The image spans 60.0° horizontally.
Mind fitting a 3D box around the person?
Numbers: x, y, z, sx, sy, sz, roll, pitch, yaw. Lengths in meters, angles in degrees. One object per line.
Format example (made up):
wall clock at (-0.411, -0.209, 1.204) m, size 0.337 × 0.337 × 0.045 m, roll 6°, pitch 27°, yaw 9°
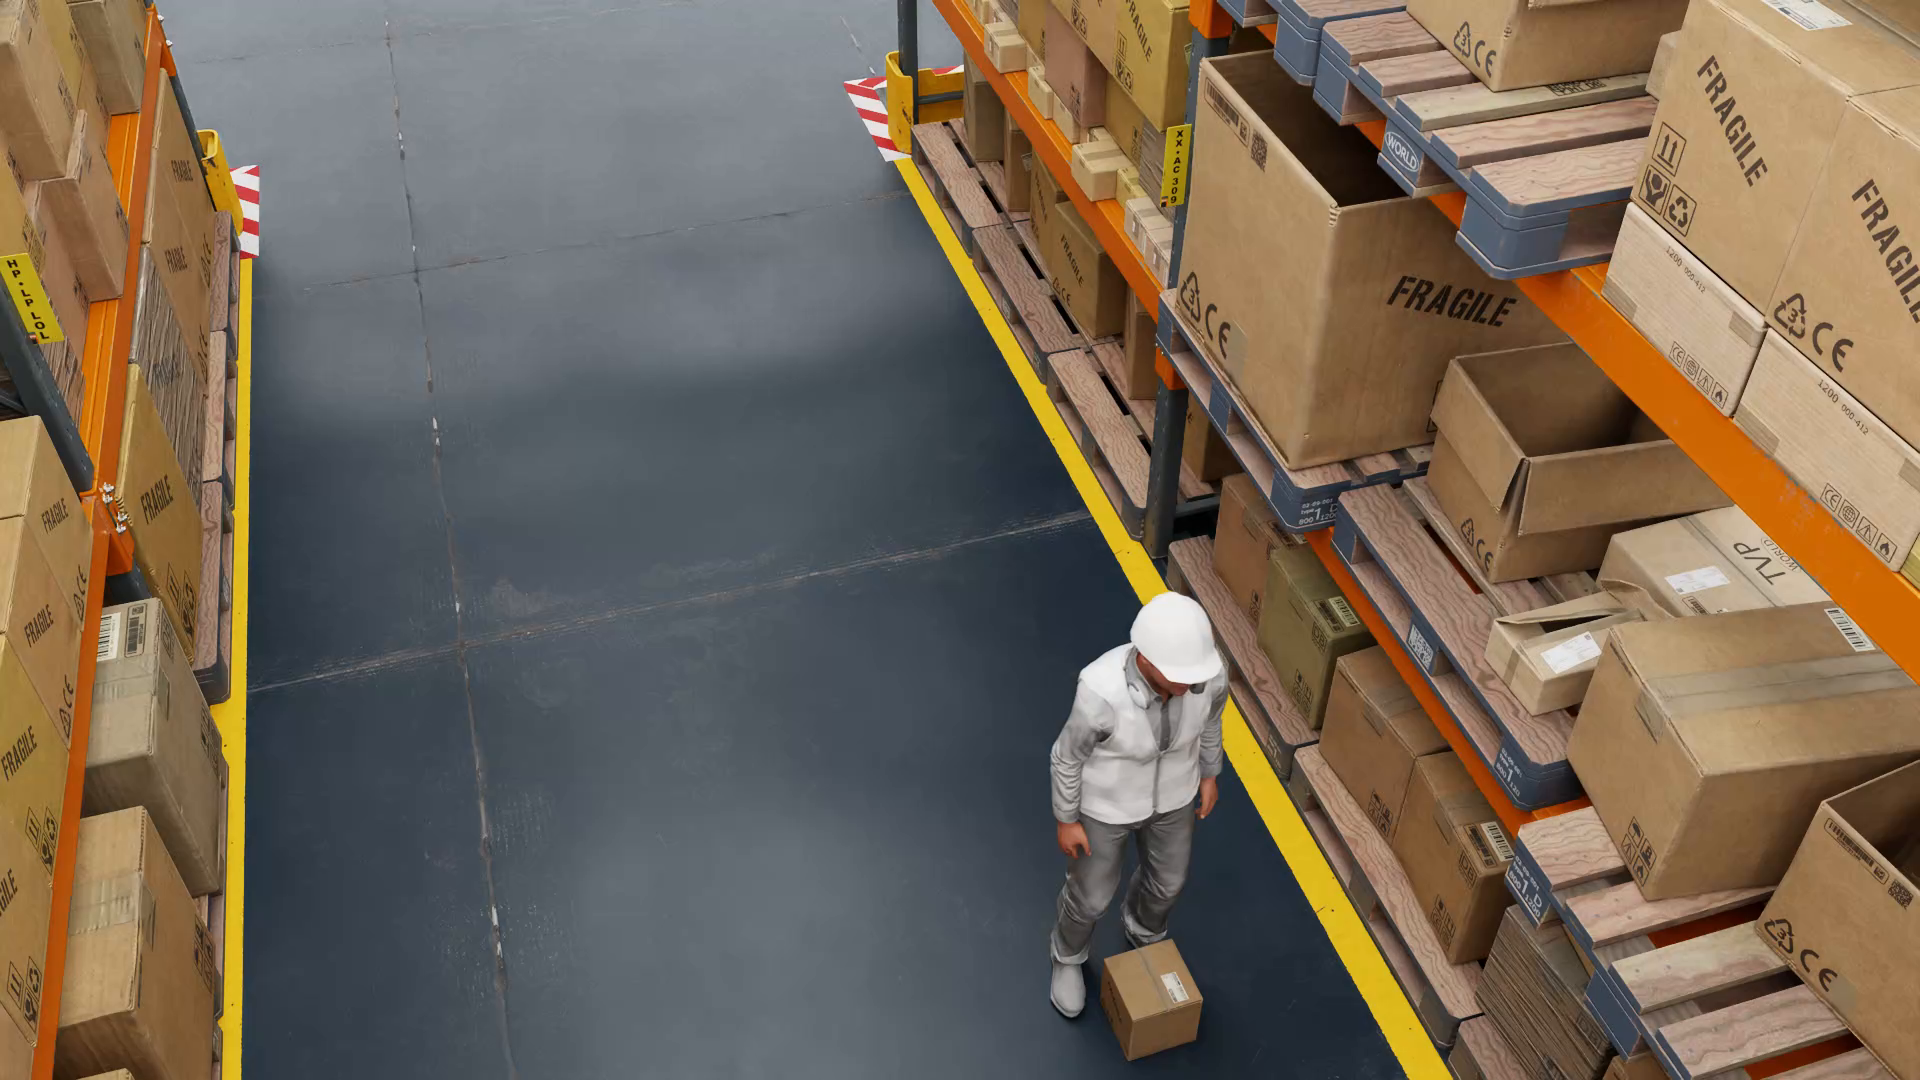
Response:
person at (0.557, 0.806, 5.244) m, size 0.590 × 1.770 × 0.465 m, roll -14°, pitch 44°, yaw -15°
